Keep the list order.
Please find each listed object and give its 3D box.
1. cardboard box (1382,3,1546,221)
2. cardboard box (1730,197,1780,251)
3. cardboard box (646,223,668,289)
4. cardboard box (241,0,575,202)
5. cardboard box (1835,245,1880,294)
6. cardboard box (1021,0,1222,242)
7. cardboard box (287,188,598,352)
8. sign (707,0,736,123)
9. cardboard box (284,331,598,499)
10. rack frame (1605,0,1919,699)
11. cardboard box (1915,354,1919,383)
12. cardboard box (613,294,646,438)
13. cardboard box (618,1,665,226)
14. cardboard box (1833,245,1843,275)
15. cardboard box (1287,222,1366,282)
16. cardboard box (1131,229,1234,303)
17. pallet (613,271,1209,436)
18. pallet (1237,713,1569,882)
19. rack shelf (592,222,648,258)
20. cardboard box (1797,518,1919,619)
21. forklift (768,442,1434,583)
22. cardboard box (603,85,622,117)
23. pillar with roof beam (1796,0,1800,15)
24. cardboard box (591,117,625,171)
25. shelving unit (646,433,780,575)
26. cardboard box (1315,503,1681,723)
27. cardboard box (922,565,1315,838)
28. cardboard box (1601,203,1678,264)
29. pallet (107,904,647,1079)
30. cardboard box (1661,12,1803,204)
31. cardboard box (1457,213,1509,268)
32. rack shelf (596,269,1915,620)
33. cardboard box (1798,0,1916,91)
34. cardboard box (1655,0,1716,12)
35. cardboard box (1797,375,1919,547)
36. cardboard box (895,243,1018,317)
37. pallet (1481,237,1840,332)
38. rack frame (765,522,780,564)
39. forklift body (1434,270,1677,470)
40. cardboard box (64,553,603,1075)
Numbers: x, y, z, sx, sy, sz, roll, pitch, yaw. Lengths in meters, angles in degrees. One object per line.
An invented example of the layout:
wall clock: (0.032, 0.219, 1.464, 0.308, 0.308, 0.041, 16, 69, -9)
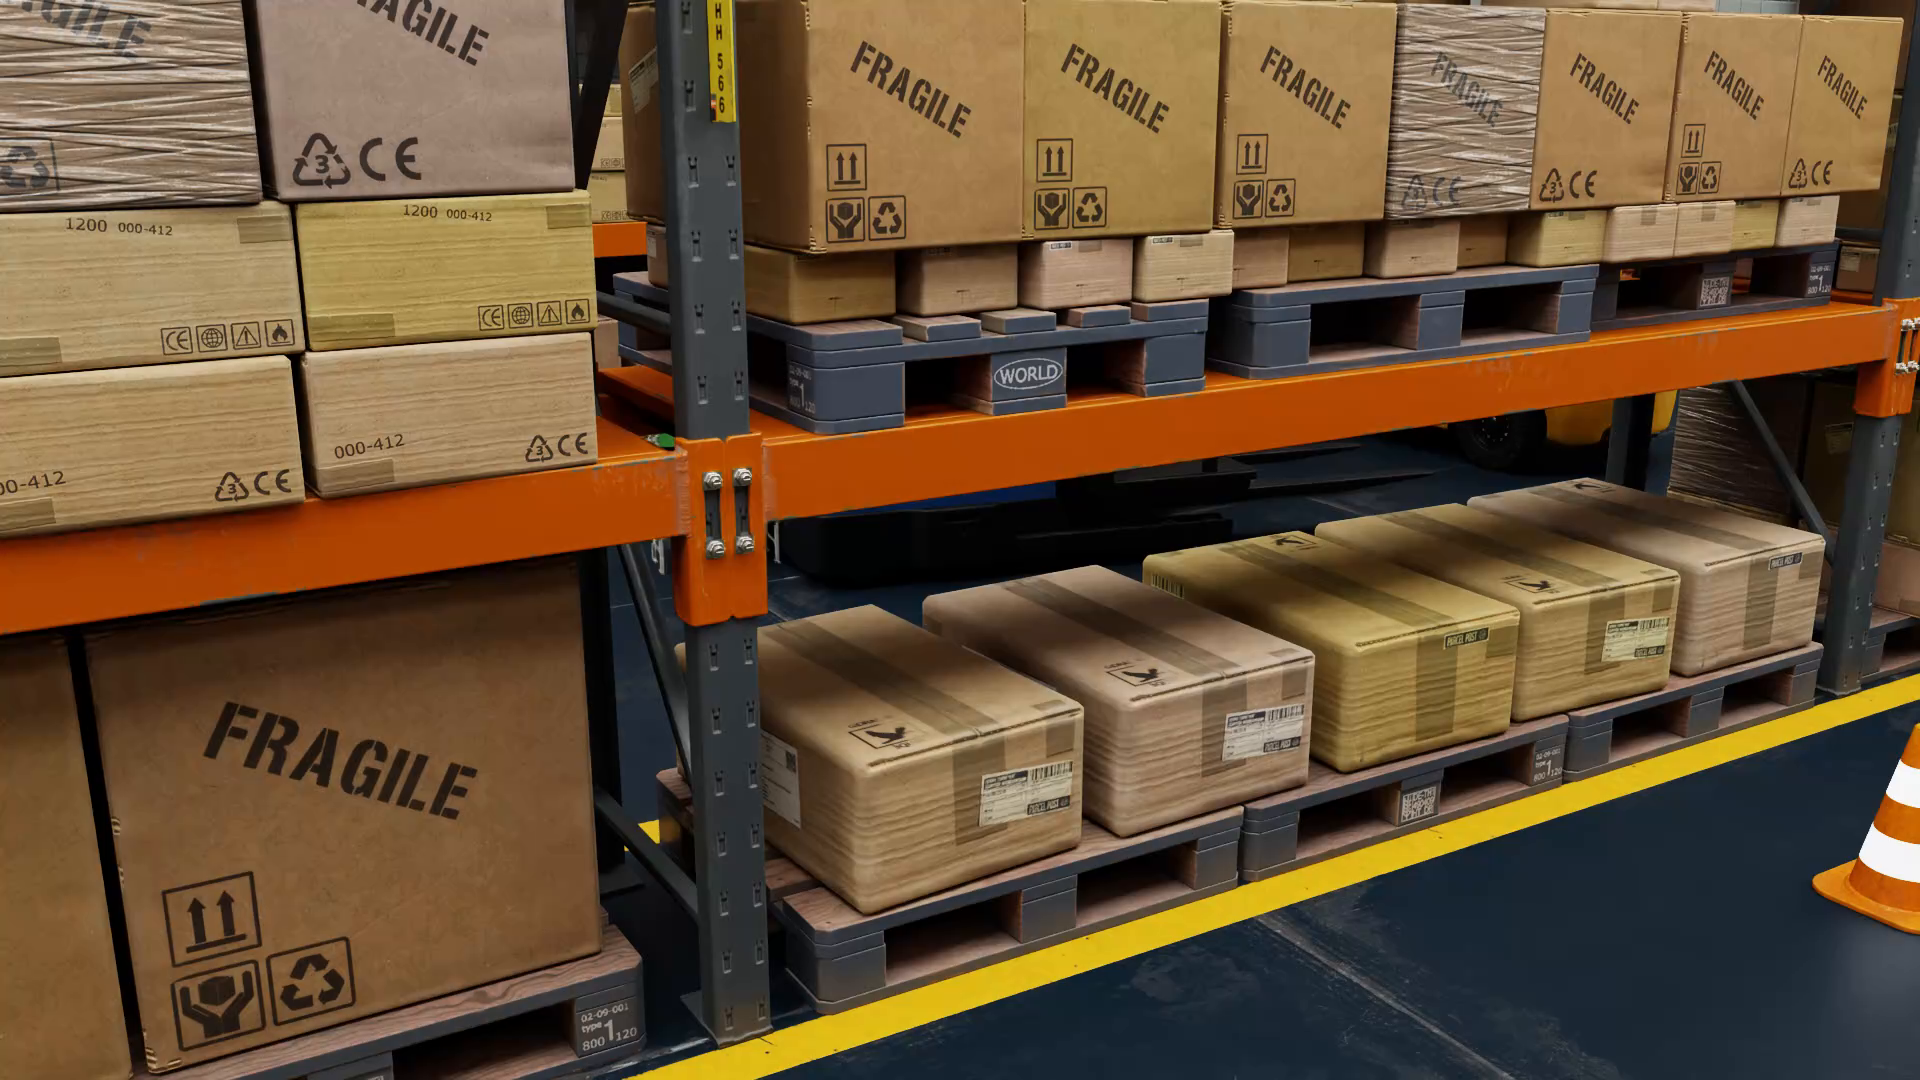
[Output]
cardboard box: (1.116, -1.103, 4.273, 0.500, 0.500, 0.500, -10, 19, -32)
cardboard box: (2.179, -0.952, 4.938, 0.250, 0.149, 0.380, -10, 18, -31)
cardboard box: (-0.556, -0.664, 3.910, 0.250, 0.149, 0.380, -8, 18, -28)
cardboard box: (-1.024, -0.880, 2.955, 0.500, 0.500, 0.500, -10, 18, -31)
cardboard box: (3.148, -0.888, 5.485, 0.250, 0.149, 0.380, -9, 18, -30)
cardboard box: (0.232, -0.960, 3.762, 0.500, 0.500, 0.500, -8, 18, -27)
cardboard box: (-1.000, -0.526, 3.079, 0.500, 0.250, 0.500, -9, 18, -30)
sign: (-0.427, -0.913, 2.963, 0.005, 0.325, 0.100, -9, 18, -30)
cardboard box: (-1.016, -0.281, 3.131, 0.500, 0.250, 0.500, -10, 18, -32)
rack frame: (2.713, -1.039, 5.560, 0.127, 3.000, 1.000, -9, 18, -30)
cardboard box: (3.496, -0.614, 5.768, 0.250, 0.149, 0.380, -9, 18, -29)
cardboard box: (-1.601, -0.960, 8.898, 0.625, 0.625, 0.875, -10, 19, -32)
cardboard box: (-0.469, -1.004, 3.921, 0.500, 0.500, 0.500, -10, 18, -31)
cardboard box: (3.042, -1.070, 6.134, 0.250, 0.149, 0.380, -9, 18, -28)
cardboard box: (0.811, -0.759, 4.247, 0.250, 0.149, 0.380, -8, 18, -28)
cardboard box: (0.423, -0.659, 3.891, 0.250, 0.149, 0.380, -9, 18, -29)
pallet: (-0.160, -0.515, 4.043, 1.003, 0.211, 1.213, -9, 18, -30)
pallet: (0.999, 0.583, 4.940, 1.213, 0.211, 1.003, -9, 18, -30)
rack shelf: (-1.561, -1.563, 8.760, 4.000, 0.370, 1.077, -9, 18, -30)
cardboard box: (3.358, 0.063, 5.944, 0.500, 0.250, 0.500, -10, 19, -32)
forklift: (0.658, -1.459, 7.186, 3.031, 2.935, 1.130, -5, 17, -18)
cardboard box: (-1.750, -2.150, 8.134, 0.250, 0.149, 0.380, -9, 18, -29)
pillar with roof beam: (9.881, -5.582, 10.649, 0.400, 9.000, 9.100, -9, 18, -30)
cardboard box: (-1.882, -1.943, 8.134, 0.500, 0.250, 0.500, -10, 18, -31)
shelving unit: (-1.041, -0.487, 6.924, 0.503, 1.200, 0.258, -5, 17, -18)
cardboard box: (1.650, 0.198, 5.236, 0.625, 0.372, 0.950, -8, 18, -26)
cardboard box: (0.402, 0.399, 4.519, 0.625, 0.372, 0.950, -10, 18, -31)
cardboard box: (1.760, -0.872, 4.651, 0.250, 0.149, 0.380, -9, 18, -29)
pallet: (-1.431, 0.952, 3.624, 1.213, 0.211, 1.003, -9, 18, -30)
cardboard box: (2.011, -1.246, 4.784, 0.500, 0.500, 0.500, -9, 18, -29)
cardboard box: (1.253, -0.834, 4.514, 0.250, 0.149, 0.380, -10, 18, -32)
rack shelf: (0.998, -0.415, 4.665, 4.000, 0.370, 1.077, -9, 18, -30)
cardboard box: (3.202, -1.723, 5.410, 0.500, 0.500, 0.700, -9, 18, -30)
cardboard box: (1.849, -1.530, 4.594, 0.250, 0.149, 0.380, -10, 18, -31)
cardboard box: (3.358, -0.298, 5.843, 0.500, 0.500, 0.500, -8, 18, -27)
cardboard box: (-0.082, -0.598, 3.674, 0.250, 0.149, 0.380, -11, 19, -33)
pallet: (1.983, -0.874, 5.327, 1.213, 0.211, 1.003, -9, 18, -30)
rack frame: (-0.810, -0.508, 7.001, 0.015, 1.200, 0.240, -5, 17, -18)
forklift body: (2.896, -1.649, 9.307, 1.214, 2.155, 2.313, -9, 18, -30)
cardboard box: (-1.351, 0.414, 3.532, 0.875, 0.875, 0.875, -9, 18, -30)
